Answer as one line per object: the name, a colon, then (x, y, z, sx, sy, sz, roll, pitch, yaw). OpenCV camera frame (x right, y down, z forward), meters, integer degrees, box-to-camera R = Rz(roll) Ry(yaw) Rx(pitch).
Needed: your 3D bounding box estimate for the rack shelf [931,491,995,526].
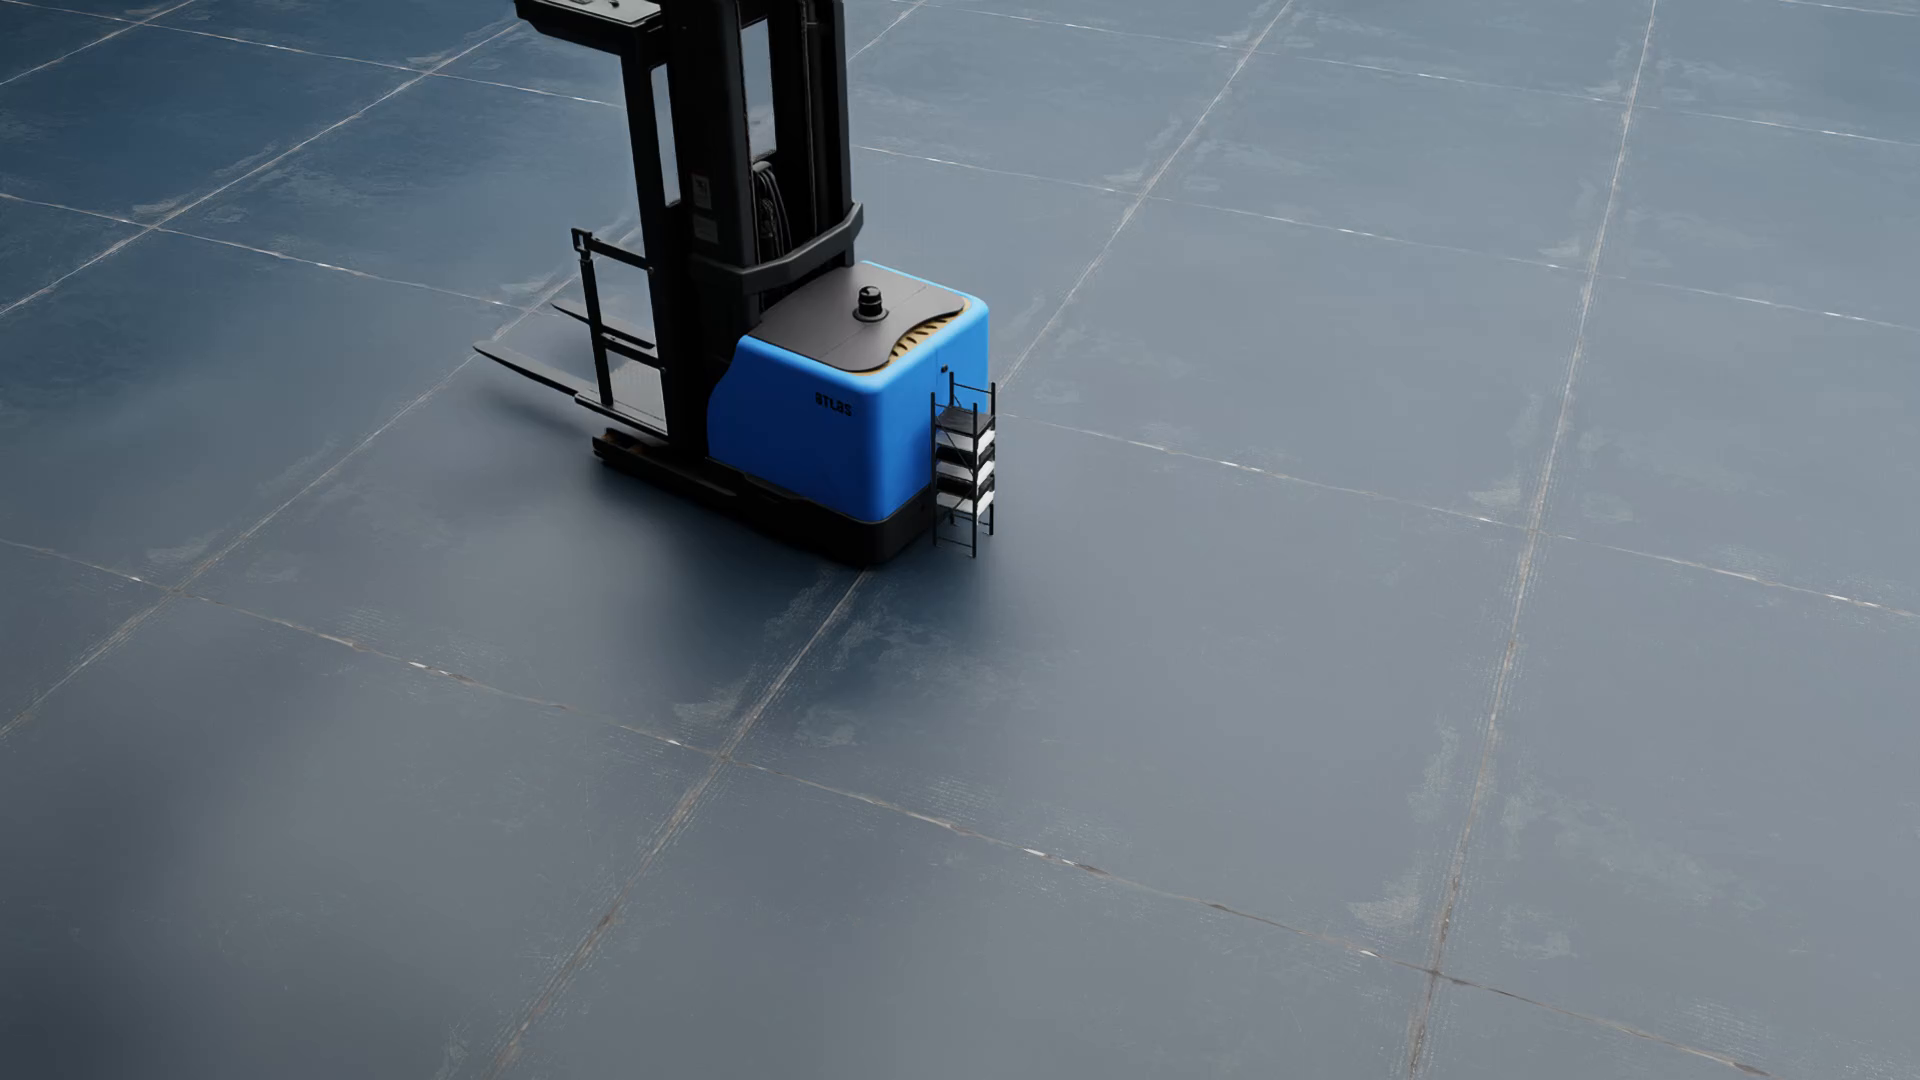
rack shelf: (0.016, -0.186, 8.205, 0.258, 0.077, 0.200, 16, 40, 20)

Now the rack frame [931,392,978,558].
rack frame: (-0.028, -0.302, 8.003, 0.240, 0.900, 0.006, 16, 40, 20)

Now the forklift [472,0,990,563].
forklift: (-1.345, -1.752, 8.247, 3.031, 2.935, 1.130, 23, 42, 27)

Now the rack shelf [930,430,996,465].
rack shelf: (0.016, -0.474, 7.989, 0.258, 0.077, 0.200, 16, 40, 20)

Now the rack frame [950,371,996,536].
rack frame: (0.060, -0.412, 8.150, 0.240, 0.900, 0.006, 16, 40, 20)

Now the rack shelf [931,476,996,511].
rack shelf: (0.016, -0.258, 8.151, 0.258, 0.077, 0.200, 16, 40, 20)

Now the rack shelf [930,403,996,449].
rack shelf: (0.016, -0.546, 7.935, 0.258, 0.077, 0.200, 16, 40, 20)

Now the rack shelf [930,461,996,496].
rack shelf: (0.016, -0.330, 8.097, 0.258, 0.077, 0.200, 16, 40, 20)

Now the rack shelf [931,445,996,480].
rack shelf: (0.016, -0.402, 8.043, 0.258, 0.077, 0.200, 16, 40, 20)

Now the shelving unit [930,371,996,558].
shelving unit: (0.016, -0.357, 8.077, 0.258, 0.900, 0.210, 16, 40, 20)
